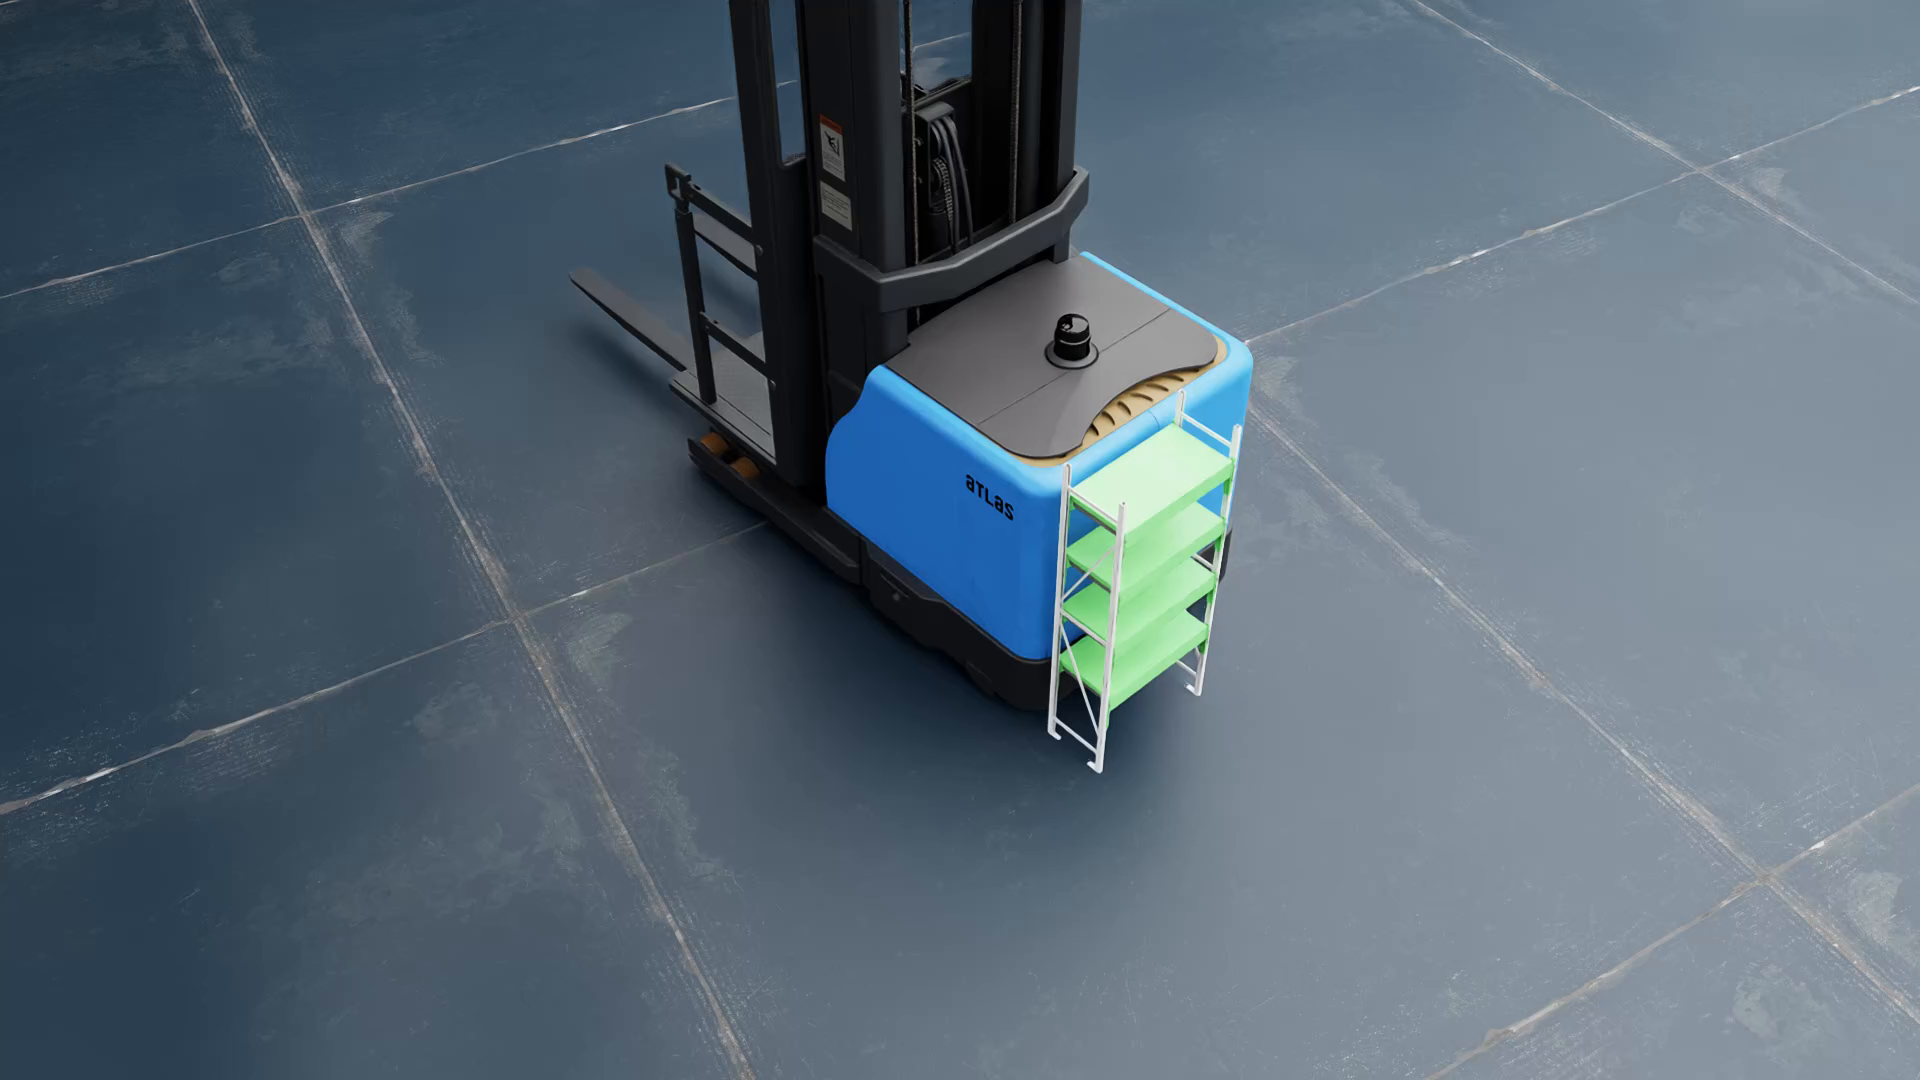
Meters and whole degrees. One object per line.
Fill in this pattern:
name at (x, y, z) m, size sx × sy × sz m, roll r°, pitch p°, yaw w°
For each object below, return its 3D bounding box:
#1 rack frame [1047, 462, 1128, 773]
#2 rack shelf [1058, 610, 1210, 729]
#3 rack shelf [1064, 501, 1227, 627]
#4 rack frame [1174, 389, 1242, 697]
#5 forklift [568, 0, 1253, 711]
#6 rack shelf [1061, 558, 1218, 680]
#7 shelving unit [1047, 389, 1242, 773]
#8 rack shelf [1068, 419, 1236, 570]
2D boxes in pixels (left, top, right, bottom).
rack frame at (0.381, 0.272, 5.108) m, size 0.015 × 1.200 × 0.240 m, roll -33°, pitch 53°, yaw -29°
rack shelf at (0.560, 0.375, 5.438) m, size 0.480 × 0.148 × 0.258 m, roll -33°, pitch 53°, yaw -29°
rack shelf at (0.560, 0.031, 5.104) m, size 0.480 × 0.148 × 0.258 m, roll -33°, pitch 53°, yaw -29°
rack frame at (0.739, 0.042, 5.345) m, size 0.015 × 1.200 × 0.240 m, roll -33°, pitch 53°, yaw -29°
forklift at (-0.405, -1.420, 5.609) m, size 1.130 × 2.935 × 3.031 m, roll -33°, pitch 53°, yaw -29°
rack shelf at (0.560, 0.203, 5.271) m, size 0.480 × 0.148 × 0.258 m, roll -33°, pitch 53°, yaw -29°
shelving unit at (0.560, 0.157, 5.226) m, size 0.503 × 1.200 × 0.258 m, roll -33°, pitch 53°, yaw -29°
rack shelf at (0.560, -0.141, 4.936) m, size 0.480 × 0.148 × 0.258 m, roll -33°, pitch 53°, yaw -29°
